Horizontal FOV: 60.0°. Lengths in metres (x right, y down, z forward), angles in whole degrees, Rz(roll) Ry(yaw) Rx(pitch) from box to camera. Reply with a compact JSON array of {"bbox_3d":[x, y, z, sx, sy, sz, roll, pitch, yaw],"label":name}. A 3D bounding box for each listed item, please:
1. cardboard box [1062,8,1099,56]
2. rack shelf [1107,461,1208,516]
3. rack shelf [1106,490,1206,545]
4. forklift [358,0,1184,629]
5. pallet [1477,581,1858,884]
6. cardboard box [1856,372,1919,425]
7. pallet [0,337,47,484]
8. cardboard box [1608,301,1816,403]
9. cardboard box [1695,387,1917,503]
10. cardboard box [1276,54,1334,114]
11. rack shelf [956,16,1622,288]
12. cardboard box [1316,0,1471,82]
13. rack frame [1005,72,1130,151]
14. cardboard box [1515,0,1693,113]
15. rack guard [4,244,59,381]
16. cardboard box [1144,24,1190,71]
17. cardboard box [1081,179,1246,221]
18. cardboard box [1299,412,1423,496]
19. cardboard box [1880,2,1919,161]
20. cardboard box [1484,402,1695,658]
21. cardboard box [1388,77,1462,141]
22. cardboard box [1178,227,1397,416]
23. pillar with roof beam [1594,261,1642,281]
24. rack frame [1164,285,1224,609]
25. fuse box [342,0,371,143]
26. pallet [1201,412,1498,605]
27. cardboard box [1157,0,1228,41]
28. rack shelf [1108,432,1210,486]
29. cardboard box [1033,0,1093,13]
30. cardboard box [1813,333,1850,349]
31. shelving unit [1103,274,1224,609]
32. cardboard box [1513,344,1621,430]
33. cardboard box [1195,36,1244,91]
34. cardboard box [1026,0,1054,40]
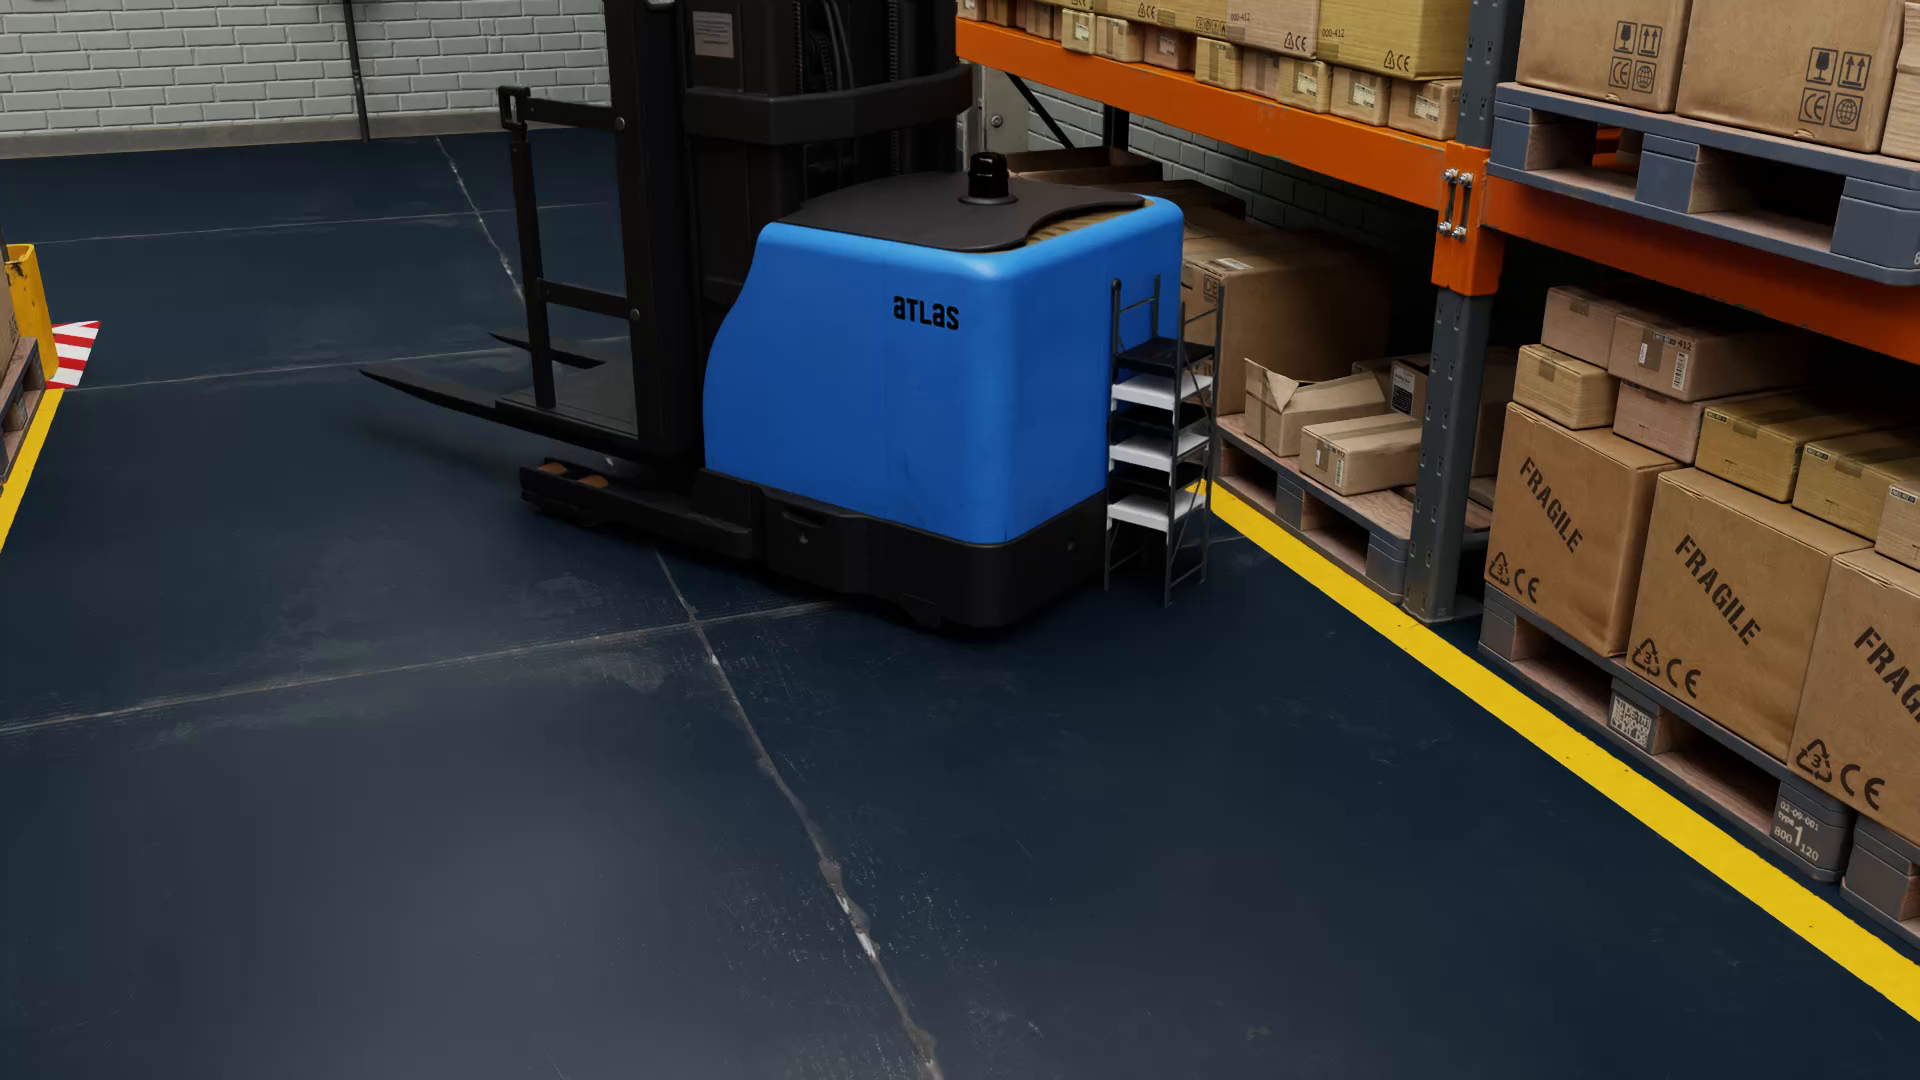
[{"bbox_3d":[0.609,-1.933,6.298,0.380,0.149,0.250,-9,24,-20],"label":"cardboard box"},{"bbox_3d":[0.578,-0.165,4.800,0.200,0.077,0.258,16,28,33],"label":"rack shelf"},{"bbox_3d":[0.578,-0.082,4.835,0.200,0.077,0.258,16,28,33],"label":"rack shelf"},{"bbox_3d":[-0.822,-1.541,5.132,3.031,2.935,1.130,16,28,33],"label":"forklift"},{"bbox_3d":[2.077,0.348,4.153,1.003,0.211,1.213,-8,24,-19],"label":"pallet"},{"bbox_3d":[2.346,-0.292,3.923,0.380,0.149,0.250,-8,24,-18],"label":"cardboard box"},{"bbox_3d":[-3.945,-0.434,6.007,1.003,0.211,1.213,-8,24,-19],"label":"pallet"},{"bbox_3d":[1.769,-0.451,3.916,0.380,0.149,0.250,-10,25,-22],"label":"cardboard box"},{"bbox_3d":[1.904,-0.220,3.751,0.380,0.149,0.250,-10,25,-22],"label":"cardboard box"},{"bbox_3d":[1.179,-1.376,4.975,0.380,0.149,0.250,-8,24,-18],"label":"cardboard box"},{"bbox_3d":[1.048,-1.623,6.164,1.077,0.370,4.000,-8,24,-19],"label":"rack shelf"},{"bbox_3d":[1.346,-1.447,4.631,0.500,0.250,0.500,-8,24,-18],"label":"cardboard box"},{"bbox_3d":[0.341,-2.681,7.749,1.000,3.000,0.127,-8,24,-19],"label":"rack frame"},{"bbox_3d":[1.716,-1.261,3.710,0.700,0.500,0.500,-8,24,-18],"label":"cardboard box"},{"bbox_3d":[-4.310,-0.855,6.636,1.175,0.500,0.348,-8,24,-19],"label":"rack guard"},{"bbox_3d":[0.877,-1.756,5.878,0.380,0.149,0.250,-8,24,-19],"label":"cardboard box"},{"bbox_3d":[0.734,-1.171,6.845,0.700,0.500,0.500,-7,24,-17],"label":"cardboard box"},{"bbox_3d":[1.283,-0.270,5.157,0.380,0.149,0.250,-9,25,-21],"label":"cardboard box"},{"bbox_3d":[1.886,-0.802,2.922,0.396,0.266,0.258,-7,24,-16],"label":"cardboard box"},{"bbox_3d":[1.715,-0.063,4.214,0.500,0.500,0.500,-7,24,-17],"label":"cardboard box"},{"bbox_3d":[1.405,-1.193,4.542,0.380,0.149,0.250,-8,24,-18],"label":"cardboard box"},{"bbox_3d":[1.101,-0.794,5.950,0.700,0.500,0.500,-9,25,-21],"label":"cardboard box"},{"bbox_3d":[-1.676,-3.778,2.627,9.100,9.000,0.400,-8,24,-19],"label":"pillar with roof beam"},{"bbox_3d":[0.660,-0.255,4.697,0.006,0.900,0.240,16,28,33],"label":"rack frame"},{"bbox_3d":[-4.298,-3.686,11.791,0.539,1.711,0.414,-8,24,-19],"label":"fuse box"},{"bbox_3d":[1.513,-0.192,5.434,1.003,0.211,1.213,-8,24,-19],"label":"pallet"},{"bbox_3d":[0.992,-1.810,5.493,0.500,0.250,0.500,-9,24,-19],"label":"cardboard box"},{"bbox_3d":[0.578,-0.248,4.765,0.200,0.077,0.258,16,28,33],"label":"rack shelf"},{"bbox_3d":[0.610,-2.180,6.371,0.500,0.250,0.500,-9,24,-20],"label":"cardboard box"},{"bbox_3d":[2.154,-0.474,4.355,0.380,0.149,0.250,-9,25,-21],"label":"cardboard box"},{"bbox_3d":[0.578,-0.278,4.752,0.210,0.900,0.258,16,28,33],"label":"shelving unit"},{"bbox_3d":[1.632,-0.401,4.182,0.380,0.149,0.250,-7,24,-16],"label":"cardboard box"},{"bbox_3d":[0.995,-1.564,5.421,0.380,0.149,0.250,-9,24,-20],"label":"cardboard box"},{"bbox_3d":[0.491,-2.131,6.768,0.380,0.149,0.250,-8,24,-17],"label":"cardboard box"}]
